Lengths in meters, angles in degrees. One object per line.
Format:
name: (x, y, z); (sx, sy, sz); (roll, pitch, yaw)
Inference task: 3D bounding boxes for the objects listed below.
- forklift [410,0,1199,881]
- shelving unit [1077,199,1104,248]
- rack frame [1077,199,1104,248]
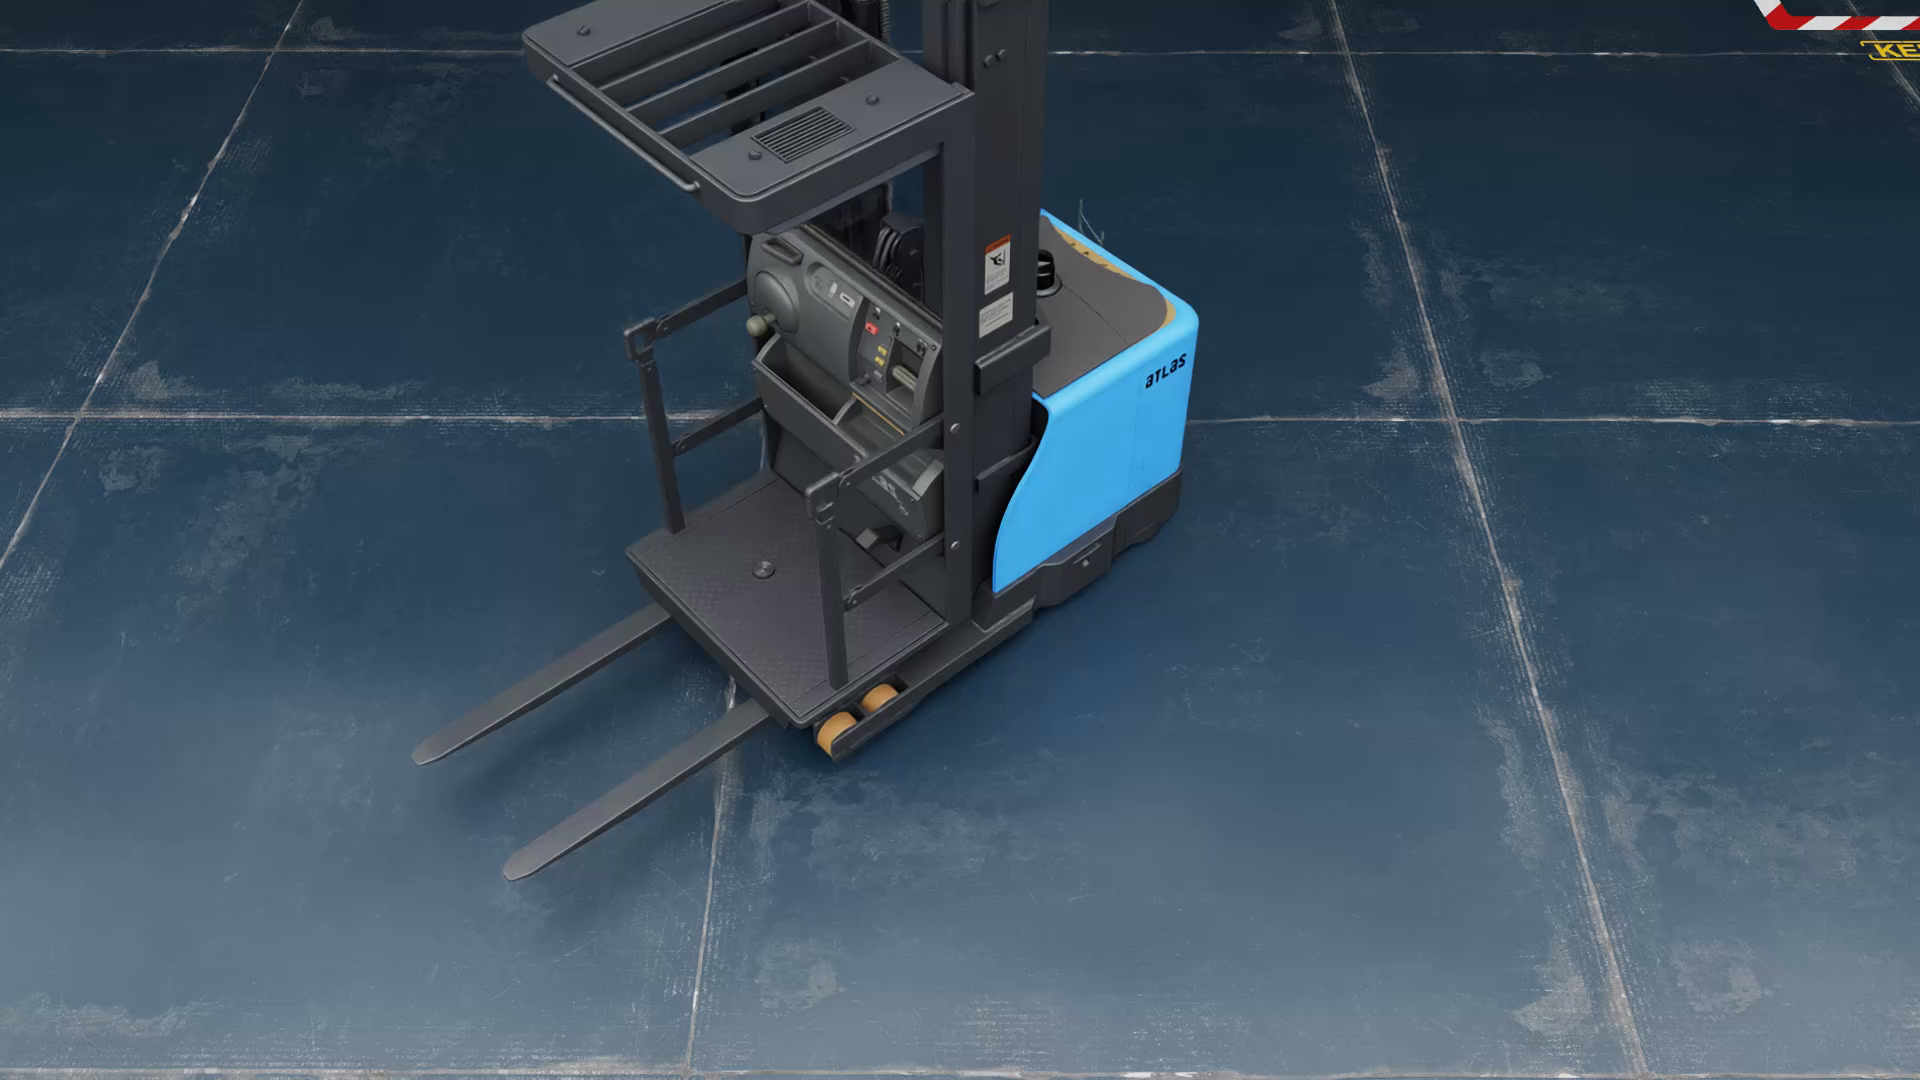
forklift: (-0.548, -0.651, 5.353); (3.031, 2.935, 1.130); (-33, 55, -27)
shelving unit: (0.439, -0.983, 7.050); (0.210, 0.900, 0.258); (-15, 49, -14)
rack frame: (0.534, -1.008, 7.074); (0.006, 0.900, 0.240); (-15, 49, -14)
